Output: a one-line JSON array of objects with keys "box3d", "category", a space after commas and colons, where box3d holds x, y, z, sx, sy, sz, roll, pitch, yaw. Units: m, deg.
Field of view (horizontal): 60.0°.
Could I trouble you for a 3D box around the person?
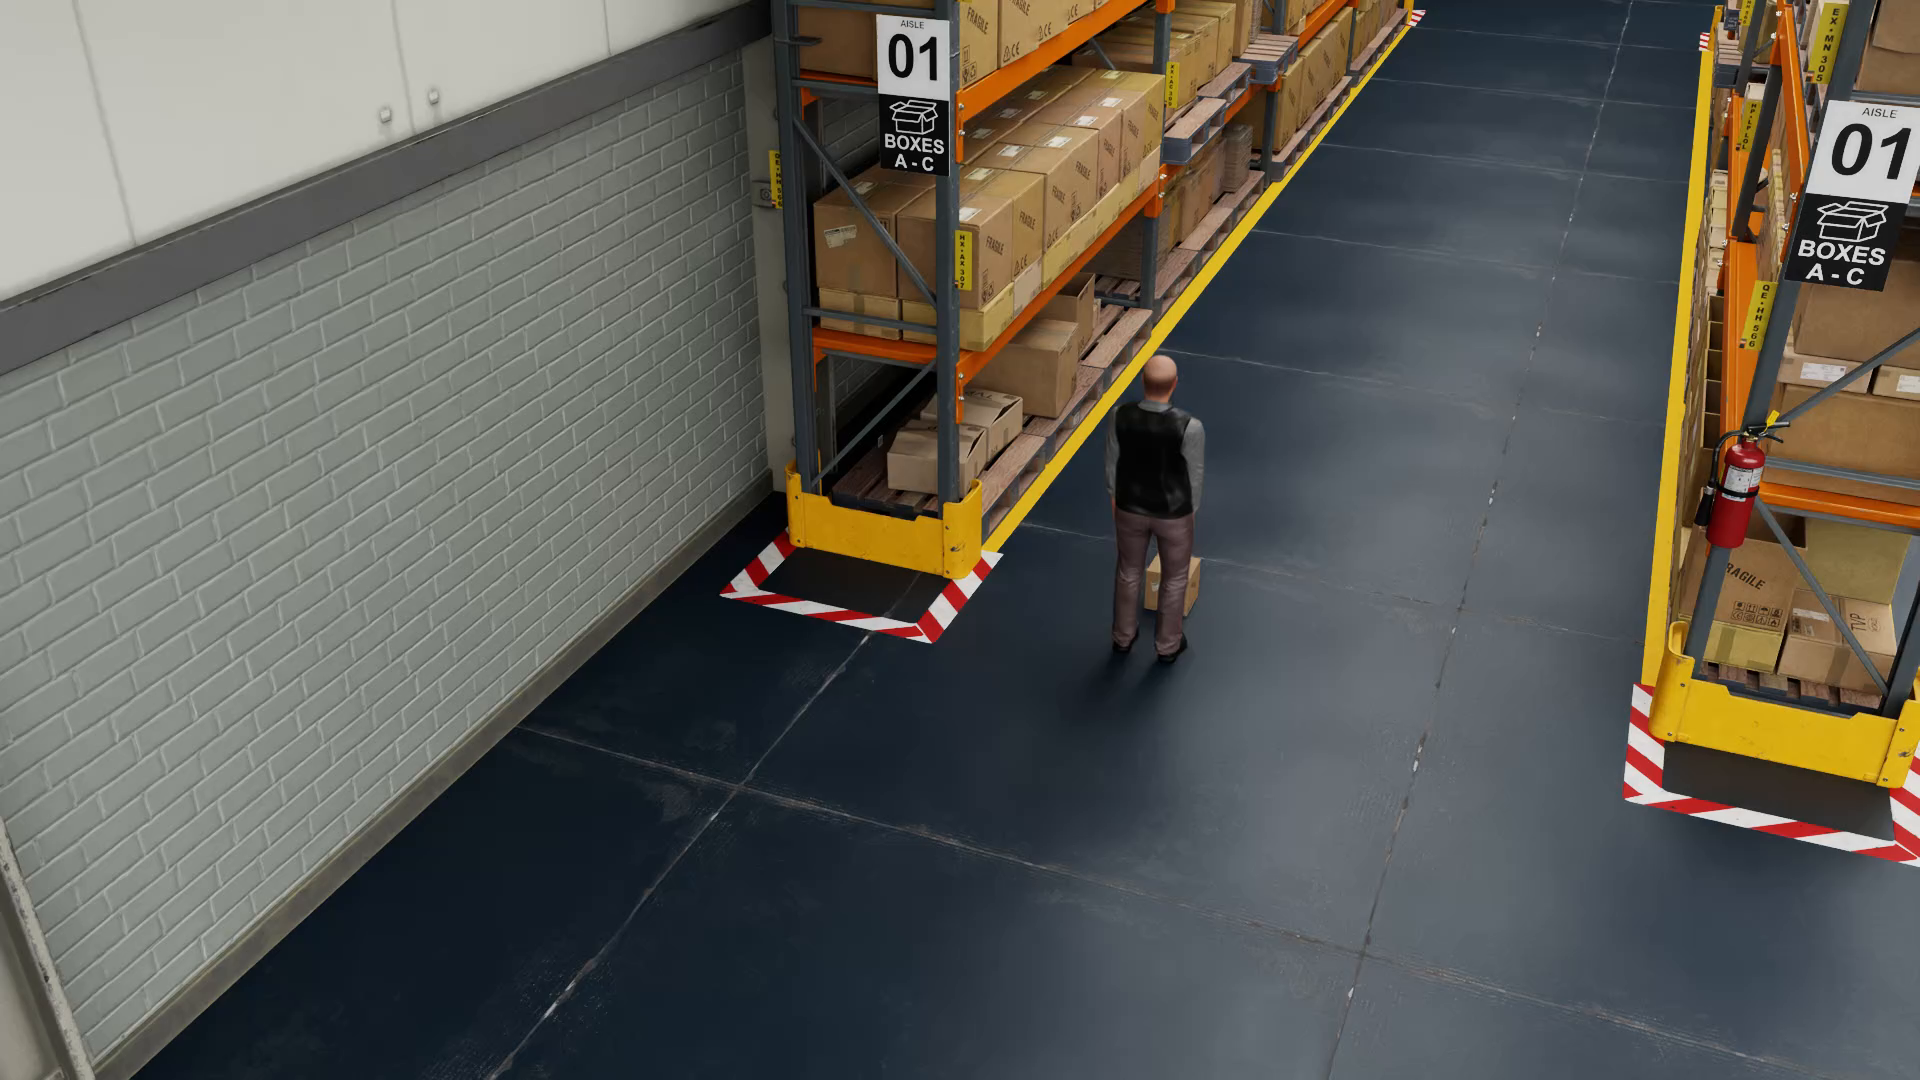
[{"box3d": [1.002, -0.162, 8.728, 0.535, 1.712, 0.353, 12, 32, 20], "category": "person"}]
